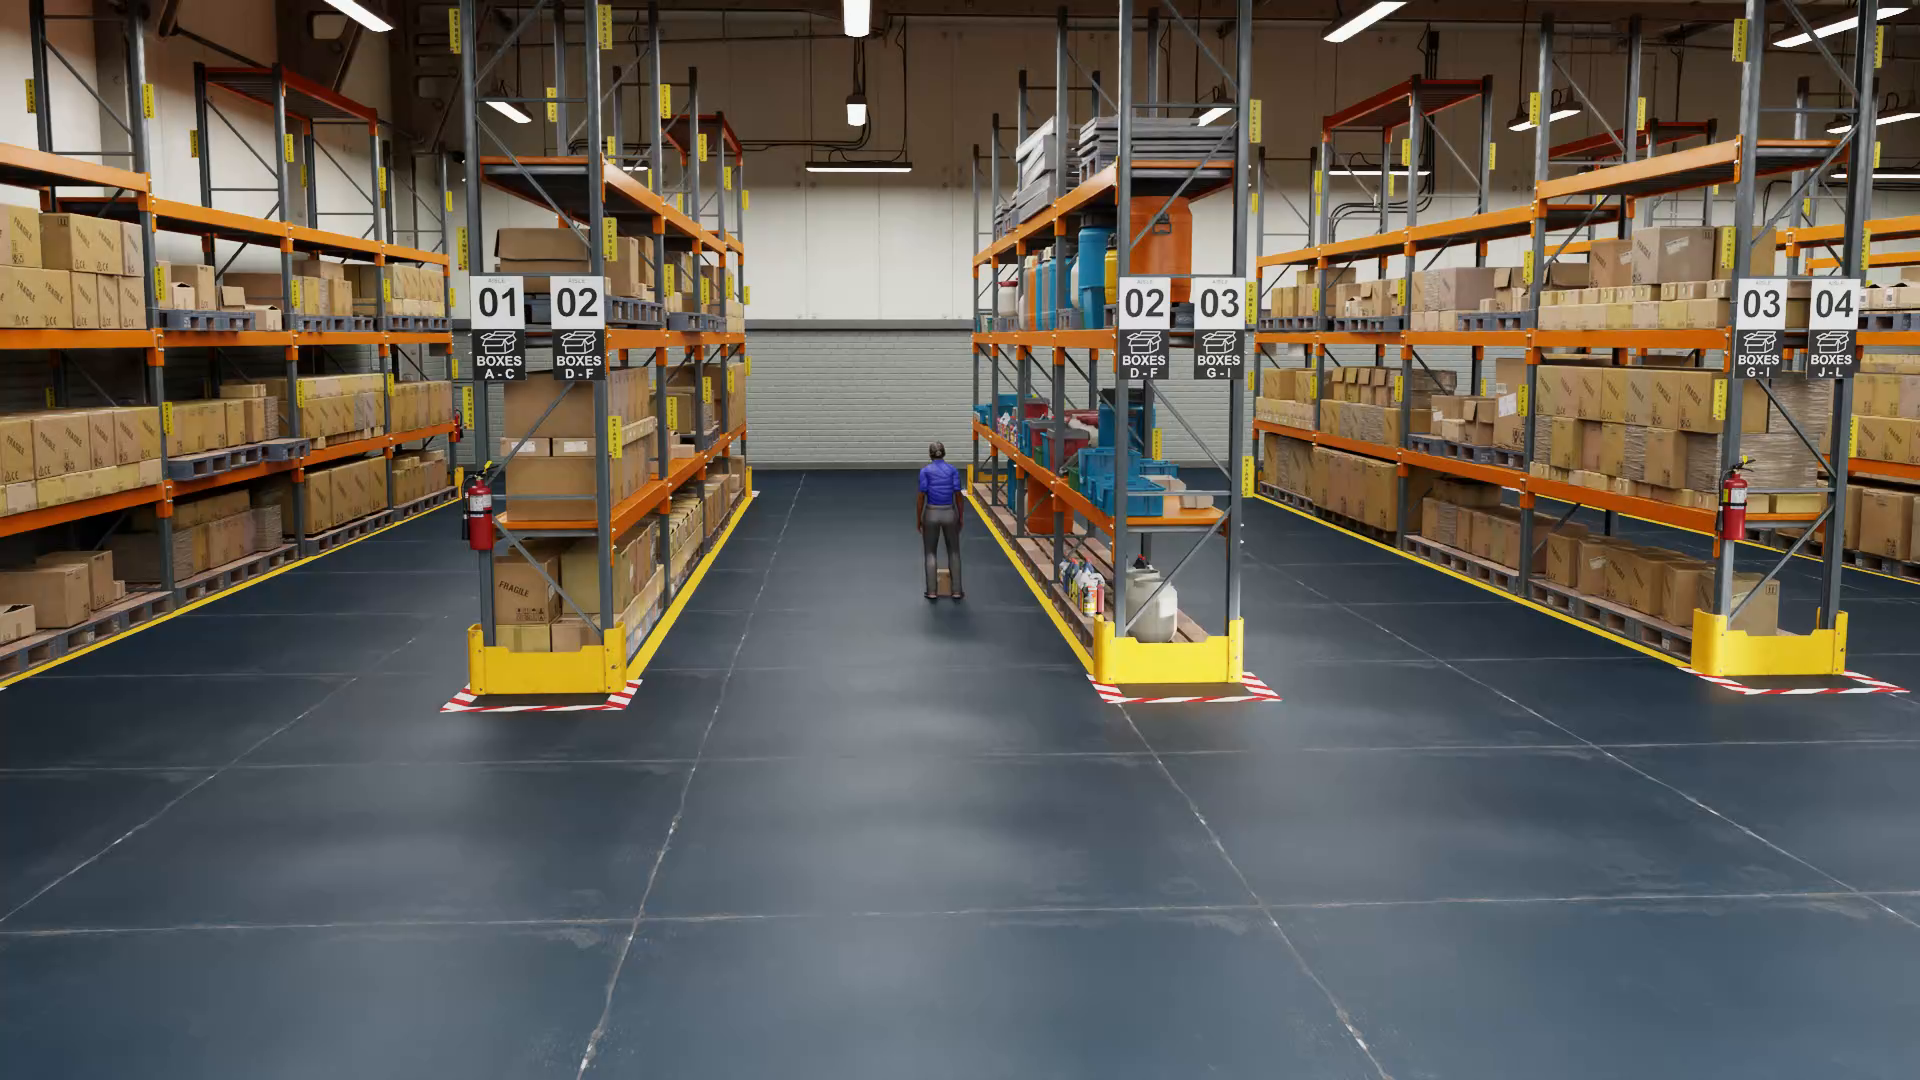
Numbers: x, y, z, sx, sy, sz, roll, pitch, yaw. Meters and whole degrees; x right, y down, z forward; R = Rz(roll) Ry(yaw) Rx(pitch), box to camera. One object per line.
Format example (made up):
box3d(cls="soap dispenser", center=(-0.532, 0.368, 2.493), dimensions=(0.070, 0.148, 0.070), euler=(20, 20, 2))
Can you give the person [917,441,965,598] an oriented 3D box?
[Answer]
box3d(cls="person", center=(-0.198, -0.206, 17.522), dimensions=(0.530, 1.639, 0.352), euler=(-1, 7, -7))
